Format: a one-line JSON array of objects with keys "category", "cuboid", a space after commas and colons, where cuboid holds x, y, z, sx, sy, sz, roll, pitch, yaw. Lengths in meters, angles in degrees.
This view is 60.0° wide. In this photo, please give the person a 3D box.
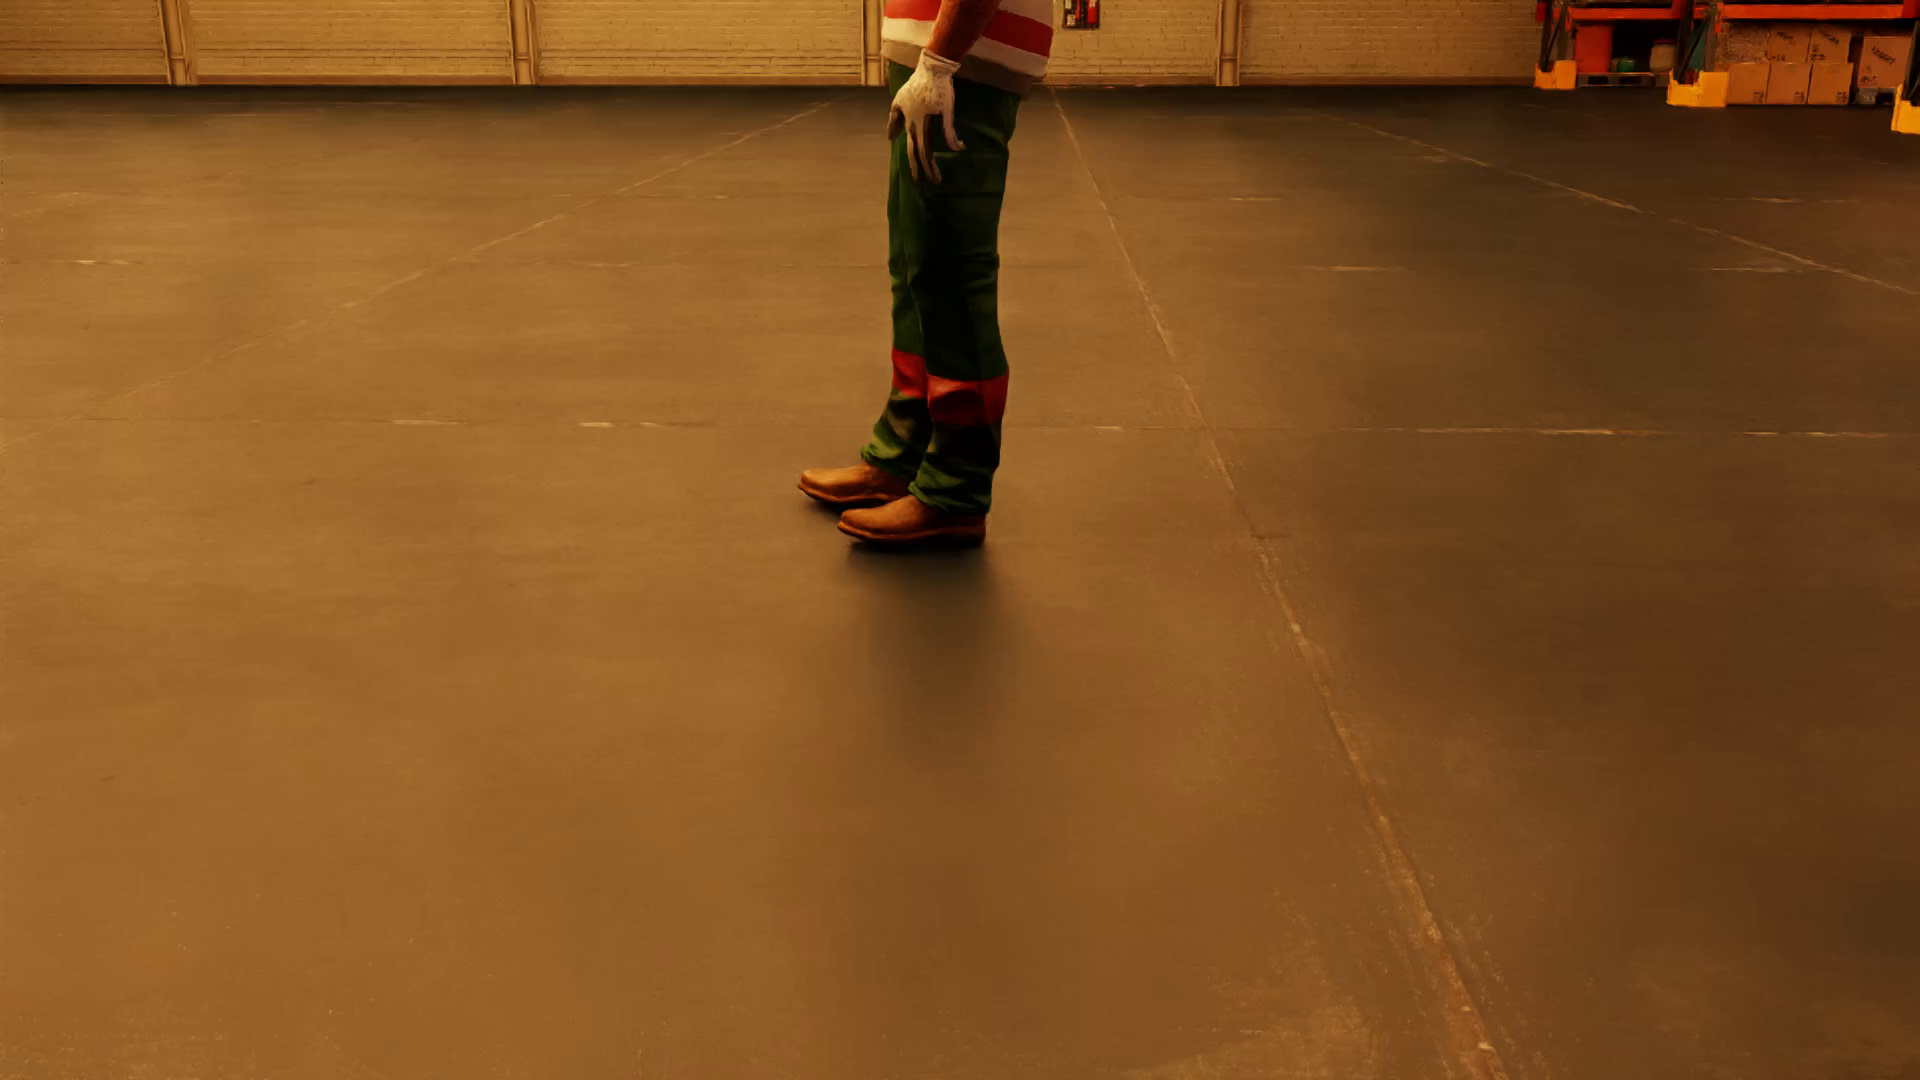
[{"category": "person", "cuboid": [-0.080, -0.865, 3.118, 0.563, 1.787, 0.637, 1, 17, 2]}]
